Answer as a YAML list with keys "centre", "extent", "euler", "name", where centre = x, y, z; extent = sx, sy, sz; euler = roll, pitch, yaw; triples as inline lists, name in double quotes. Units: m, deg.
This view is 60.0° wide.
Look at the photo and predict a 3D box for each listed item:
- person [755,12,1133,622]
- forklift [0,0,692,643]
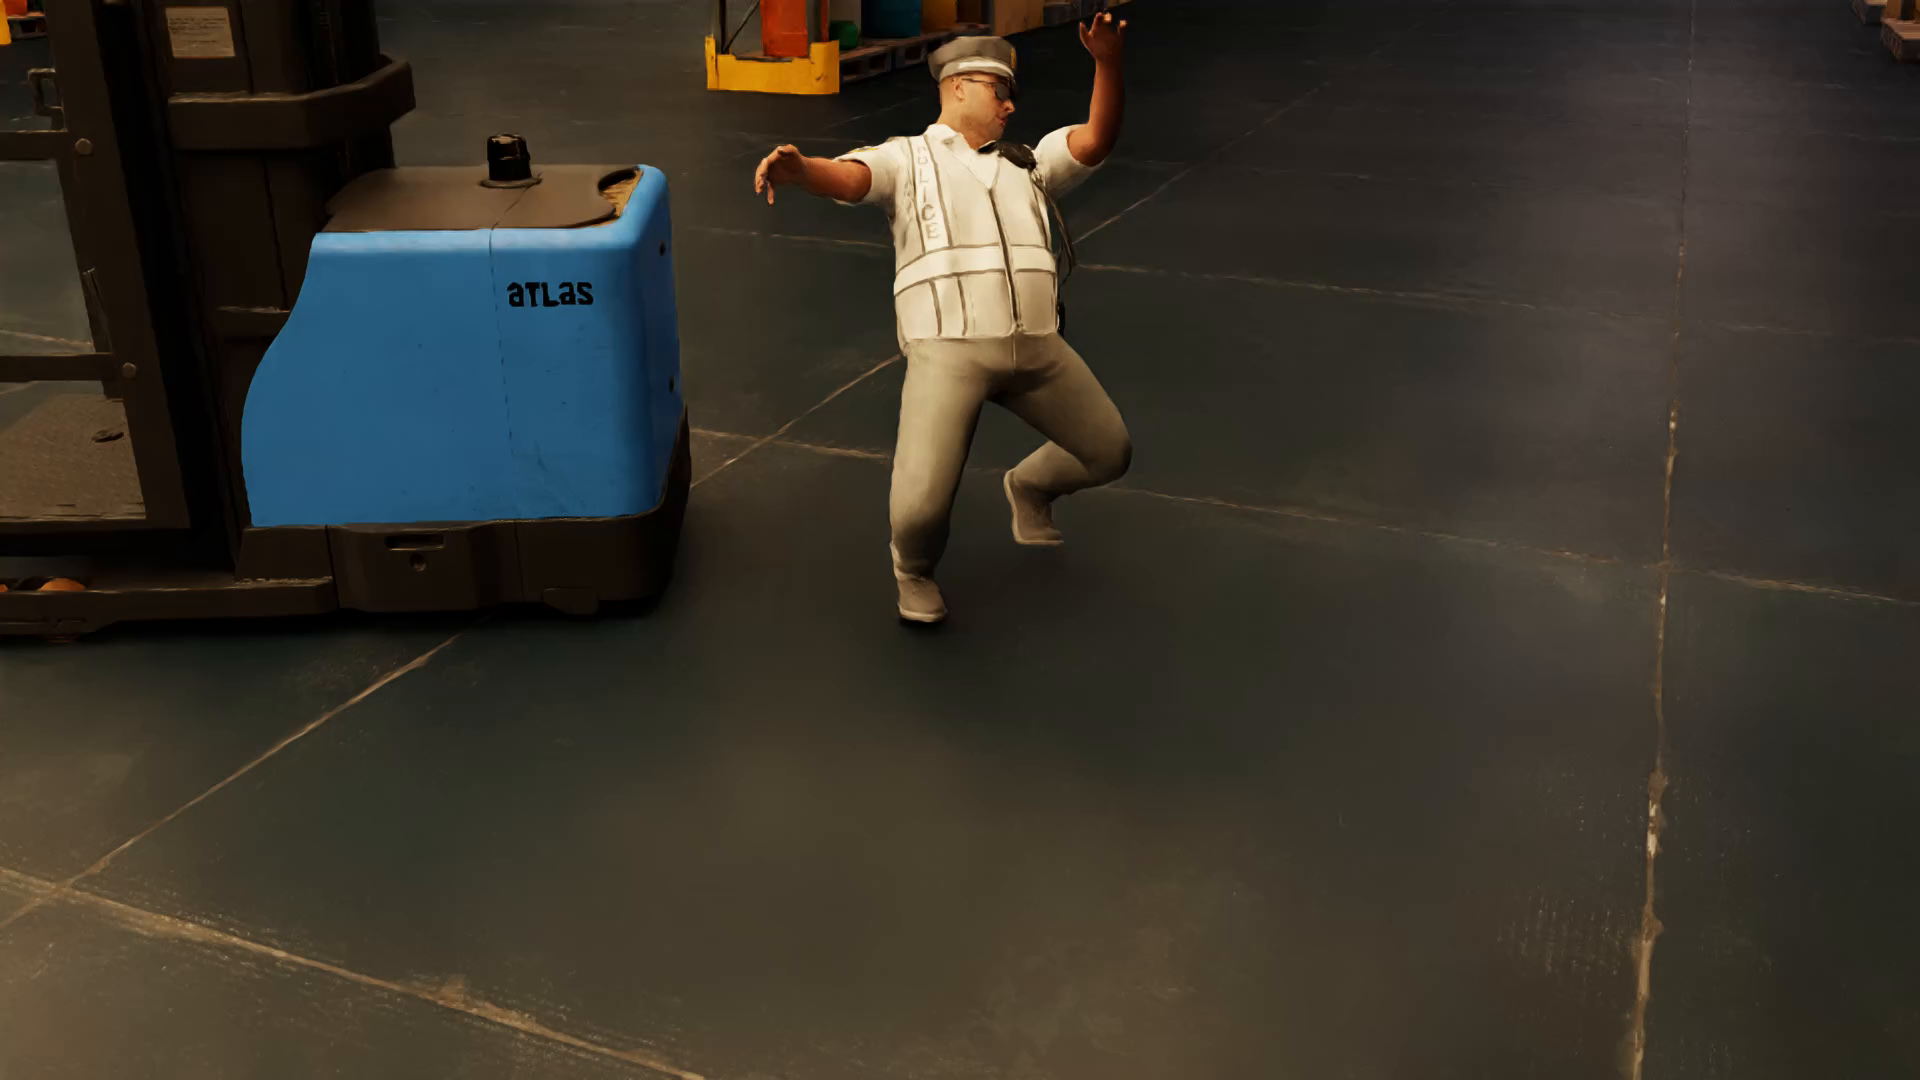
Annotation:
- centre: [-0.105, -0.557, 4.364]
  extent: [1.075, 1.568, 0.739]
  euler: [-14, 26, -29]
  name: "person"
- centre: [-2.350, -1.284, 4.365]
  extent: [3.031, 2.935, 1.130]
  euler: [-2, 23, -4]
  name: "forklift"
